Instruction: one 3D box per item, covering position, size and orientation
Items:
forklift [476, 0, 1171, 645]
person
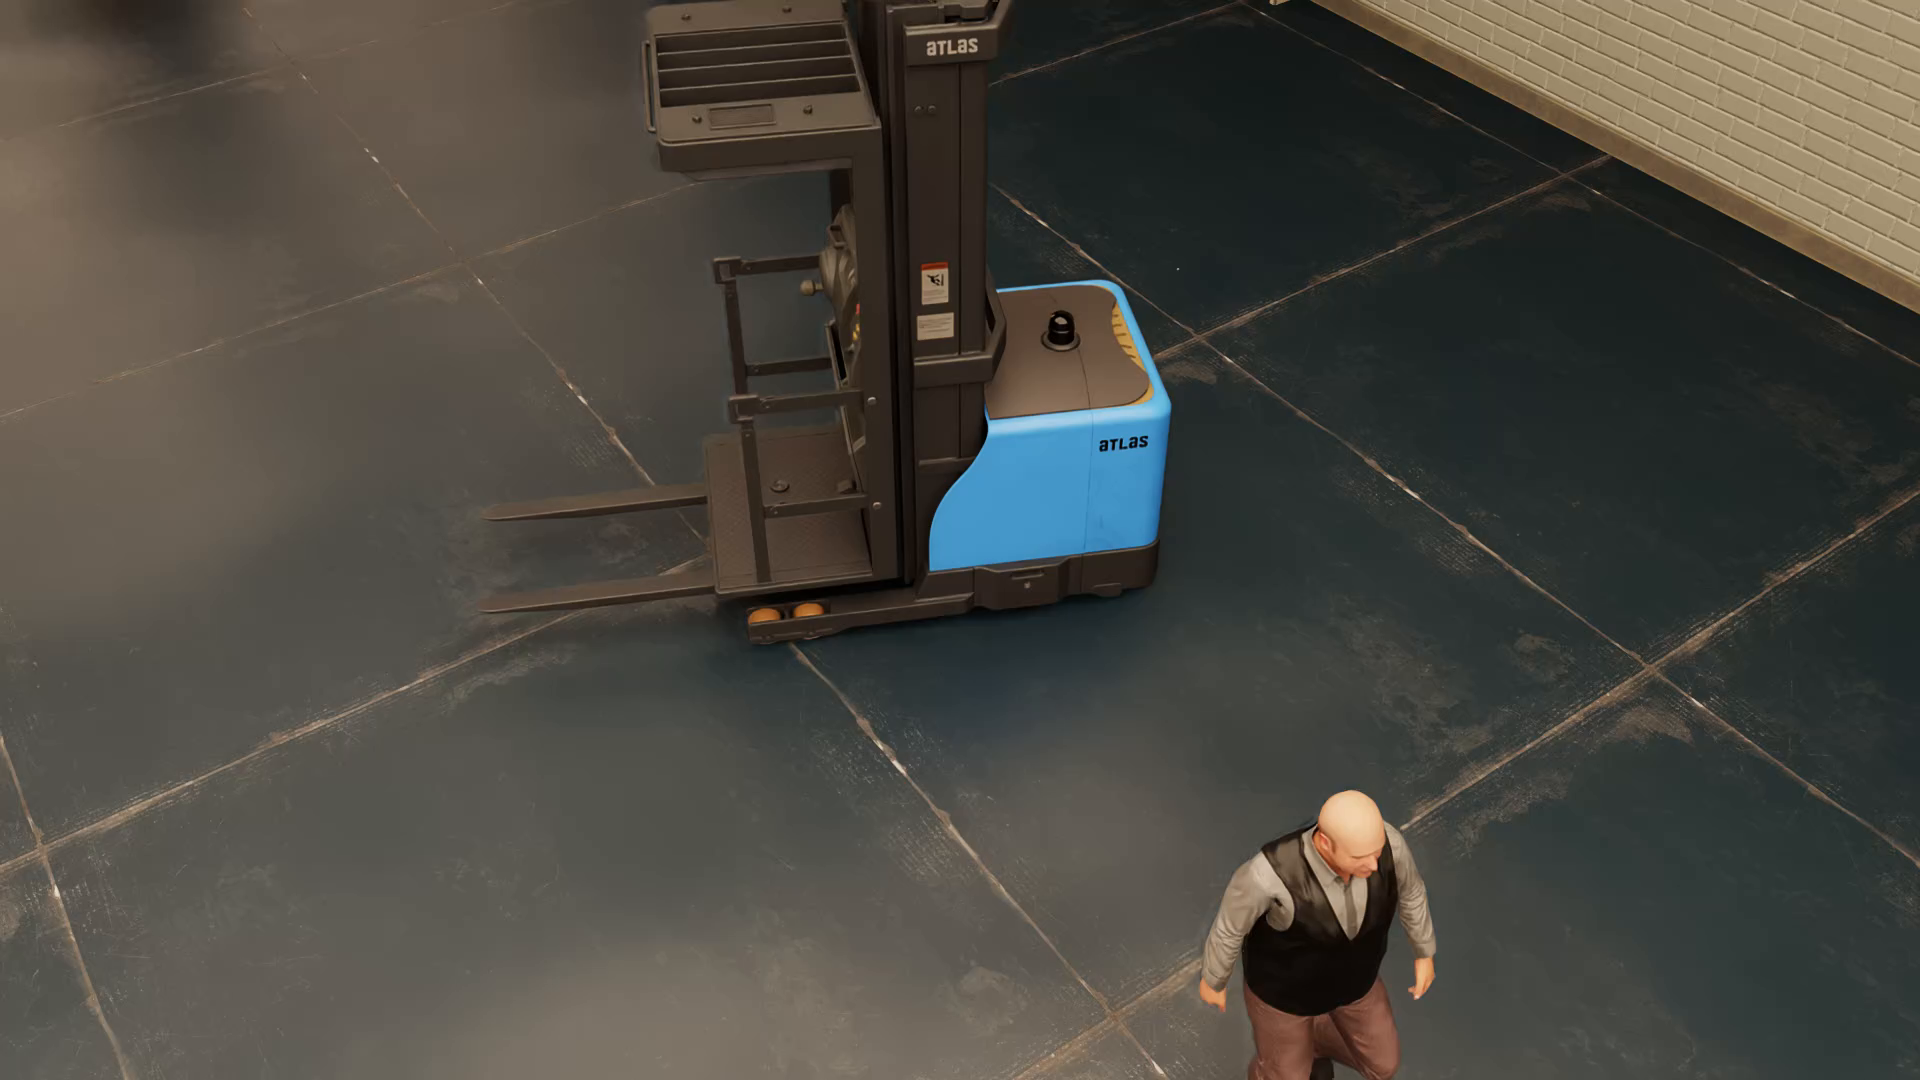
[{"bbox_3d":[-0.665,-1.001,6.802,3.031,2.935,1.130,-7,43,-7],"label":"forklift"},{"bbox_3d":[1.111,1.355,5.152,0.699,1.702,0.473,-16,45,-16],"label":"person"}]
